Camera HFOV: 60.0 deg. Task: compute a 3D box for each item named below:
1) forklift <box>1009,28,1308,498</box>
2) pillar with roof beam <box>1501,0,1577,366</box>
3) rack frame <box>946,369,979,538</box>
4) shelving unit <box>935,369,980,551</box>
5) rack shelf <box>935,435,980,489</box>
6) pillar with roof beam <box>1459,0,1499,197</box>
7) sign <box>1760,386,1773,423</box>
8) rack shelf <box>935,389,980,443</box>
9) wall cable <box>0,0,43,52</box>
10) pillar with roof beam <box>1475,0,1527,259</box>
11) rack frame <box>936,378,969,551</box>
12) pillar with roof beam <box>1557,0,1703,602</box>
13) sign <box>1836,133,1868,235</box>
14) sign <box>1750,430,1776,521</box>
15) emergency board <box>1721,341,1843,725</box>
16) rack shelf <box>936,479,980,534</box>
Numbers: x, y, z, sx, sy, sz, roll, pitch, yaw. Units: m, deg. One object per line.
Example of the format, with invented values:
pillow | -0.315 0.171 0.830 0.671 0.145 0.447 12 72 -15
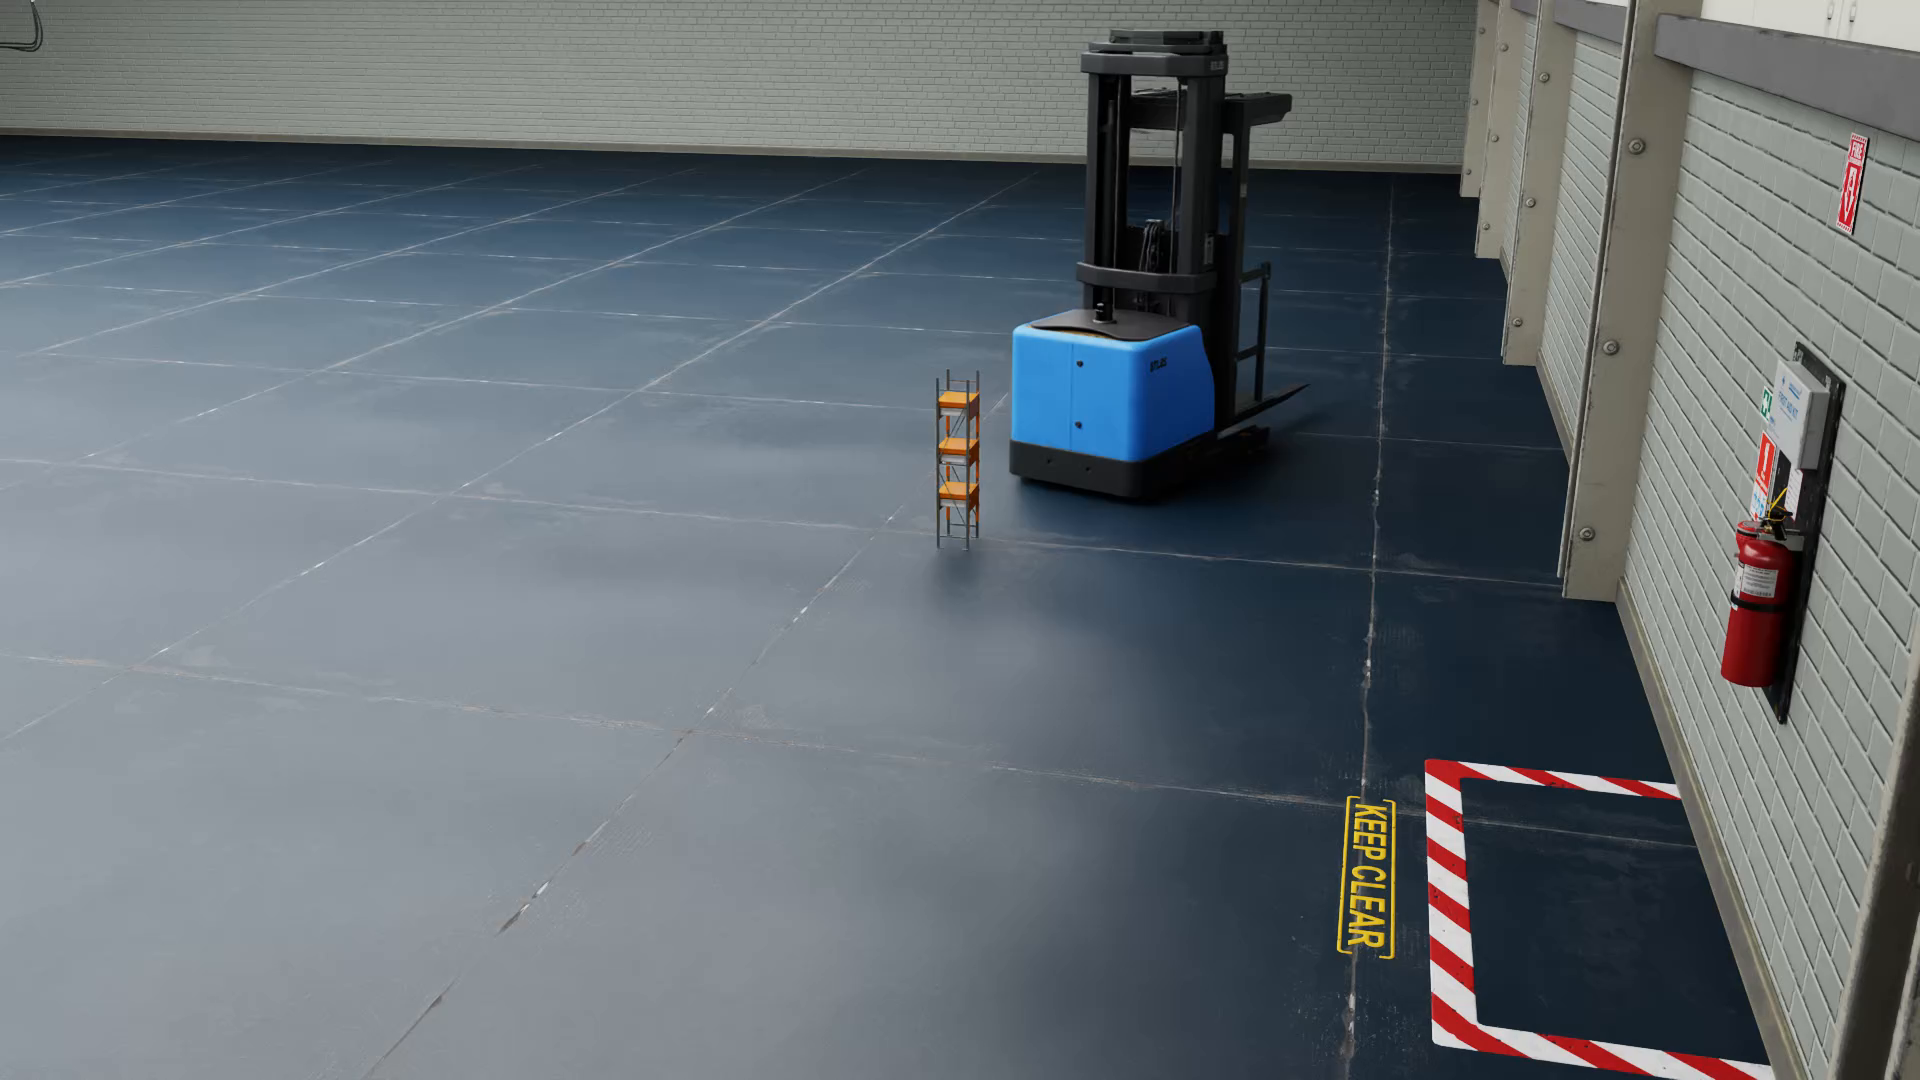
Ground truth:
forklift | 1.598 -2.076 11.731 1.130 2.935 3.031 13 23 33
pillar with roof beam | 0.844 -6.208 14.441 9.100 9.000 0.400 5 19 13
rack frame | 0.017 -0.518 10.081 0.200 1.050 0.008 5 19 13
shelving unit | -0.013 -0.480 9.969 0.215 1.050 0.252 5 19 13
rack shelf | -0.013 -0.470 9.972 0.215 0.259 0.240 5 19 13
pillar with roof beam | 3.776 -9.969 25.453 9.100 9.000 0.400 5 19 13
sign | 2.953 -0.472 6.052 0.001 0.109 0.331 5 19 13
rack shelf | -0.013 -0.739 9.880 0.215 0.259 0.240 5 19 13
wall cable | -20.592 -11.466 34.640 3.097 2.526 0.112 5 19 13
pillar with roof beam | 2.310 -8.089 19.947 9.100 9.000 0.400 5 19 13
rack frame | -0.043 -0.442 9.857 0.200 1.050 0.008 5 19 13
pillar with roof beam | -0.622 -4.327 8.935 9.100 9.000 0.400 5 19 13
sign | 2.826 -1.131 5.272 0.001 0.298 0.199 5 19 13
sign | 2.963 -0.221 6.140 0.001 0.329 0.234 5 19 13
emergency board | 2.728 -0.039 5.662 0.194 1.169 0.643 5 19 13
rack shelf | -0.013 -0.207 10.062 0.215 0.259 0.240 5 19 13
